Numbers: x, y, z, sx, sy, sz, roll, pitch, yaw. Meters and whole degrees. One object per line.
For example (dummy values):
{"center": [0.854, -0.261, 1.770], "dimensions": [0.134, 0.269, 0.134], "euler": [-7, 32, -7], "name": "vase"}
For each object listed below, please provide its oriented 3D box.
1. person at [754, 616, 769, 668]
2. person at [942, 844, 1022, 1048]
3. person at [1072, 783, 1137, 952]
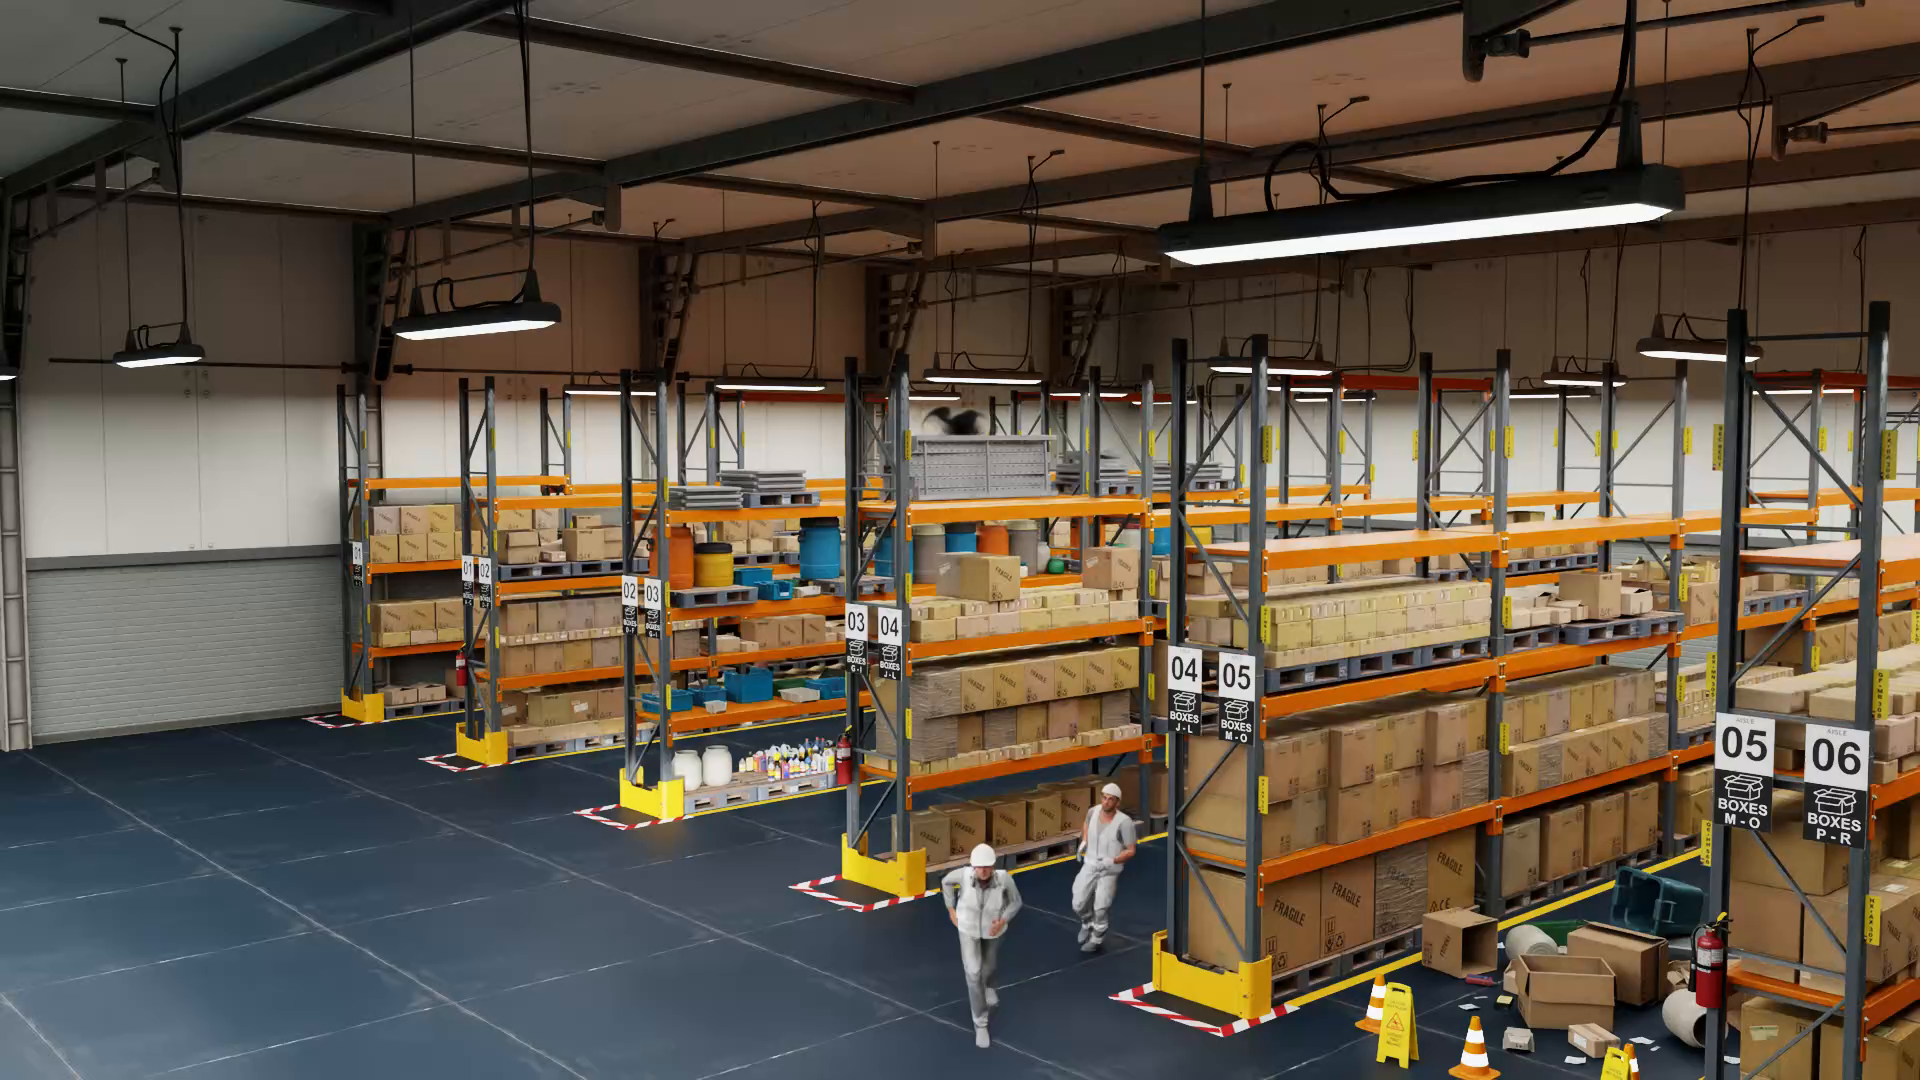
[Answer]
{"center": [-3.816, 2.270, 31.723], "dimensions": [0.578, 1.612, 0.529], "euler": [3, 5, 43], "name": "person"}
{"center": [0.194, 3.397, 14.364], "dimensions": [0.698, 1.732, 1.051], "euler": [0, 4, 4], "name": "person"}
{"center": [1.408, 3.229, 16.298], "dimensions": [0.696, 1.729, 0.561], "euler": [2, 4, 31], "name": "person"}
